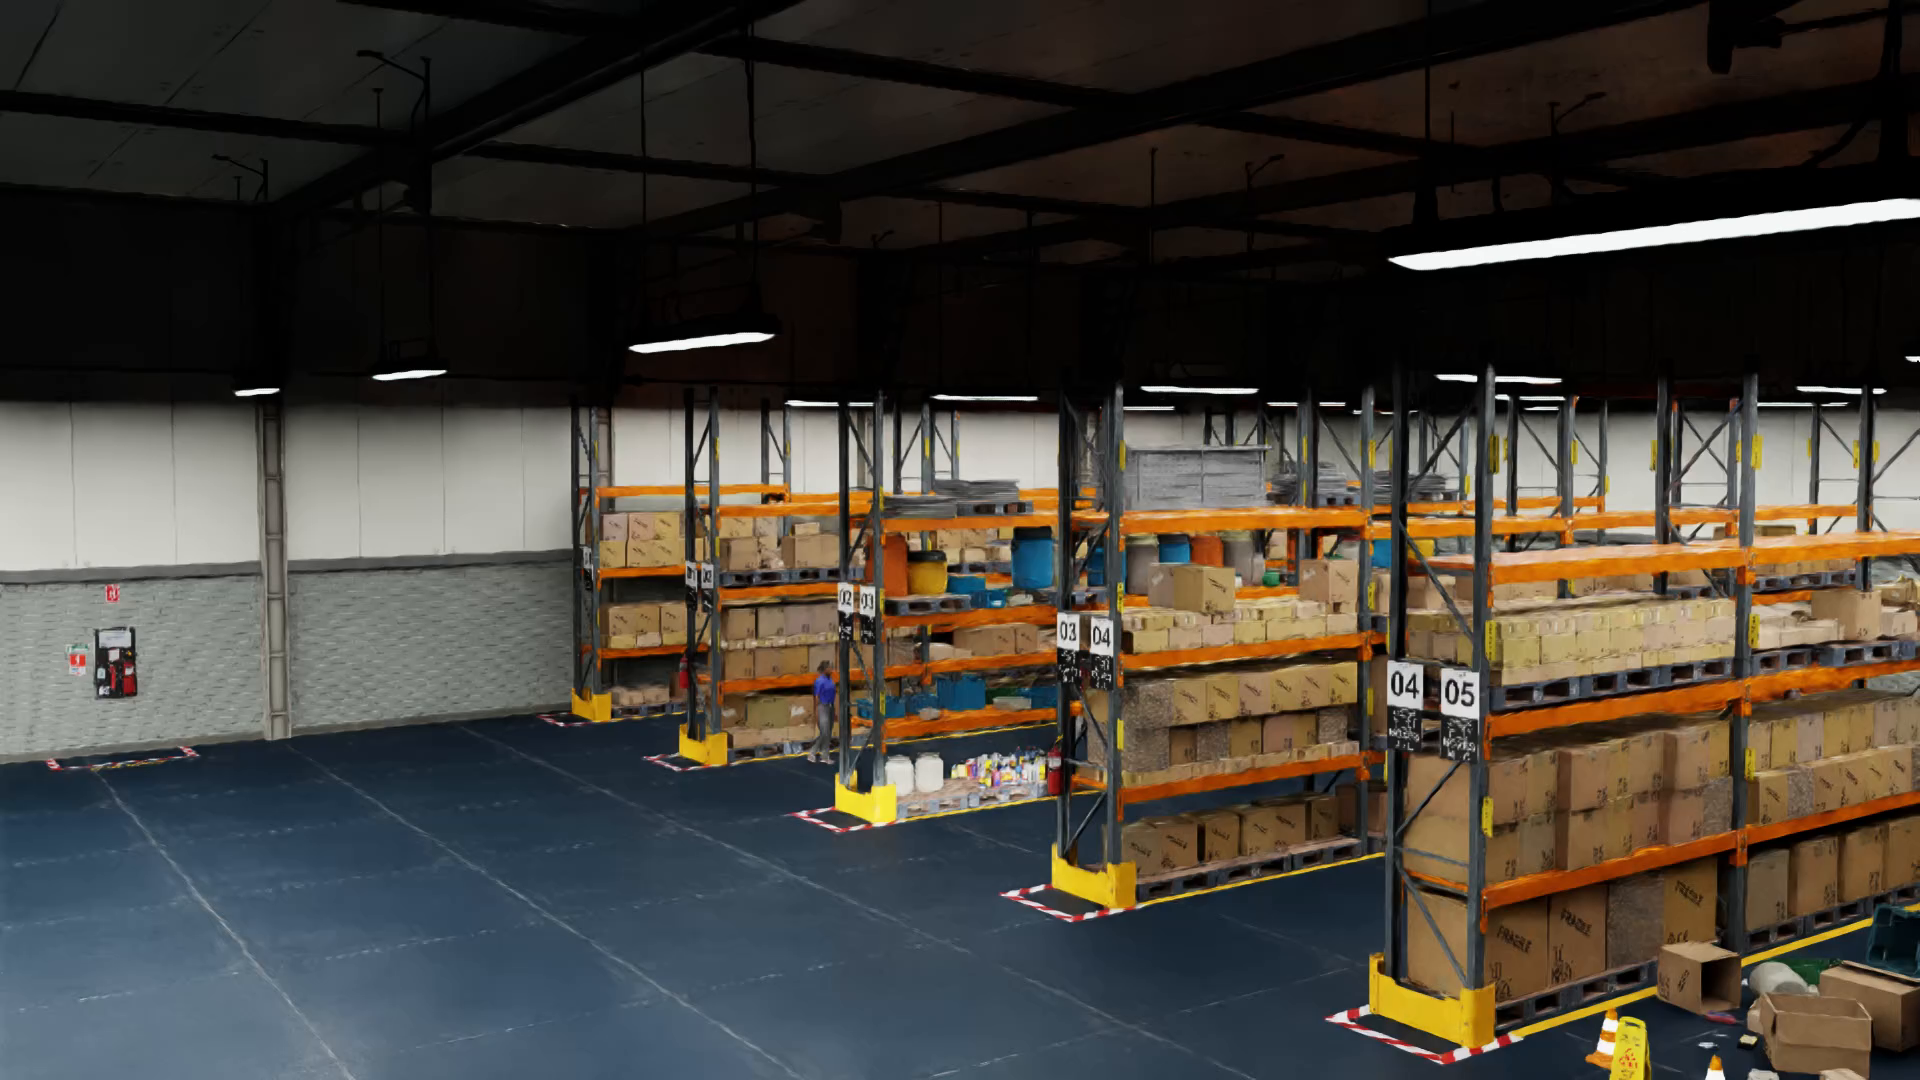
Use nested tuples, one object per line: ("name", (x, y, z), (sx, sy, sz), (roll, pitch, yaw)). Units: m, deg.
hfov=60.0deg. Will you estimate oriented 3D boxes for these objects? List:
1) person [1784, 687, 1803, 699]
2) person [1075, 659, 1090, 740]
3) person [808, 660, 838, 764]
("person", (12.135, 2.811, 24.076), (0.503, 1.784, 0.629), (2, 4, 24))
("person", (2.178, 2.612, 28.891), (0.361, 1.727, 0.538), (2, 4, 28))
("person", (-2.189, 2.741, 26.528), (0.423, 1.655, 0.507), (2, 4, 29))
